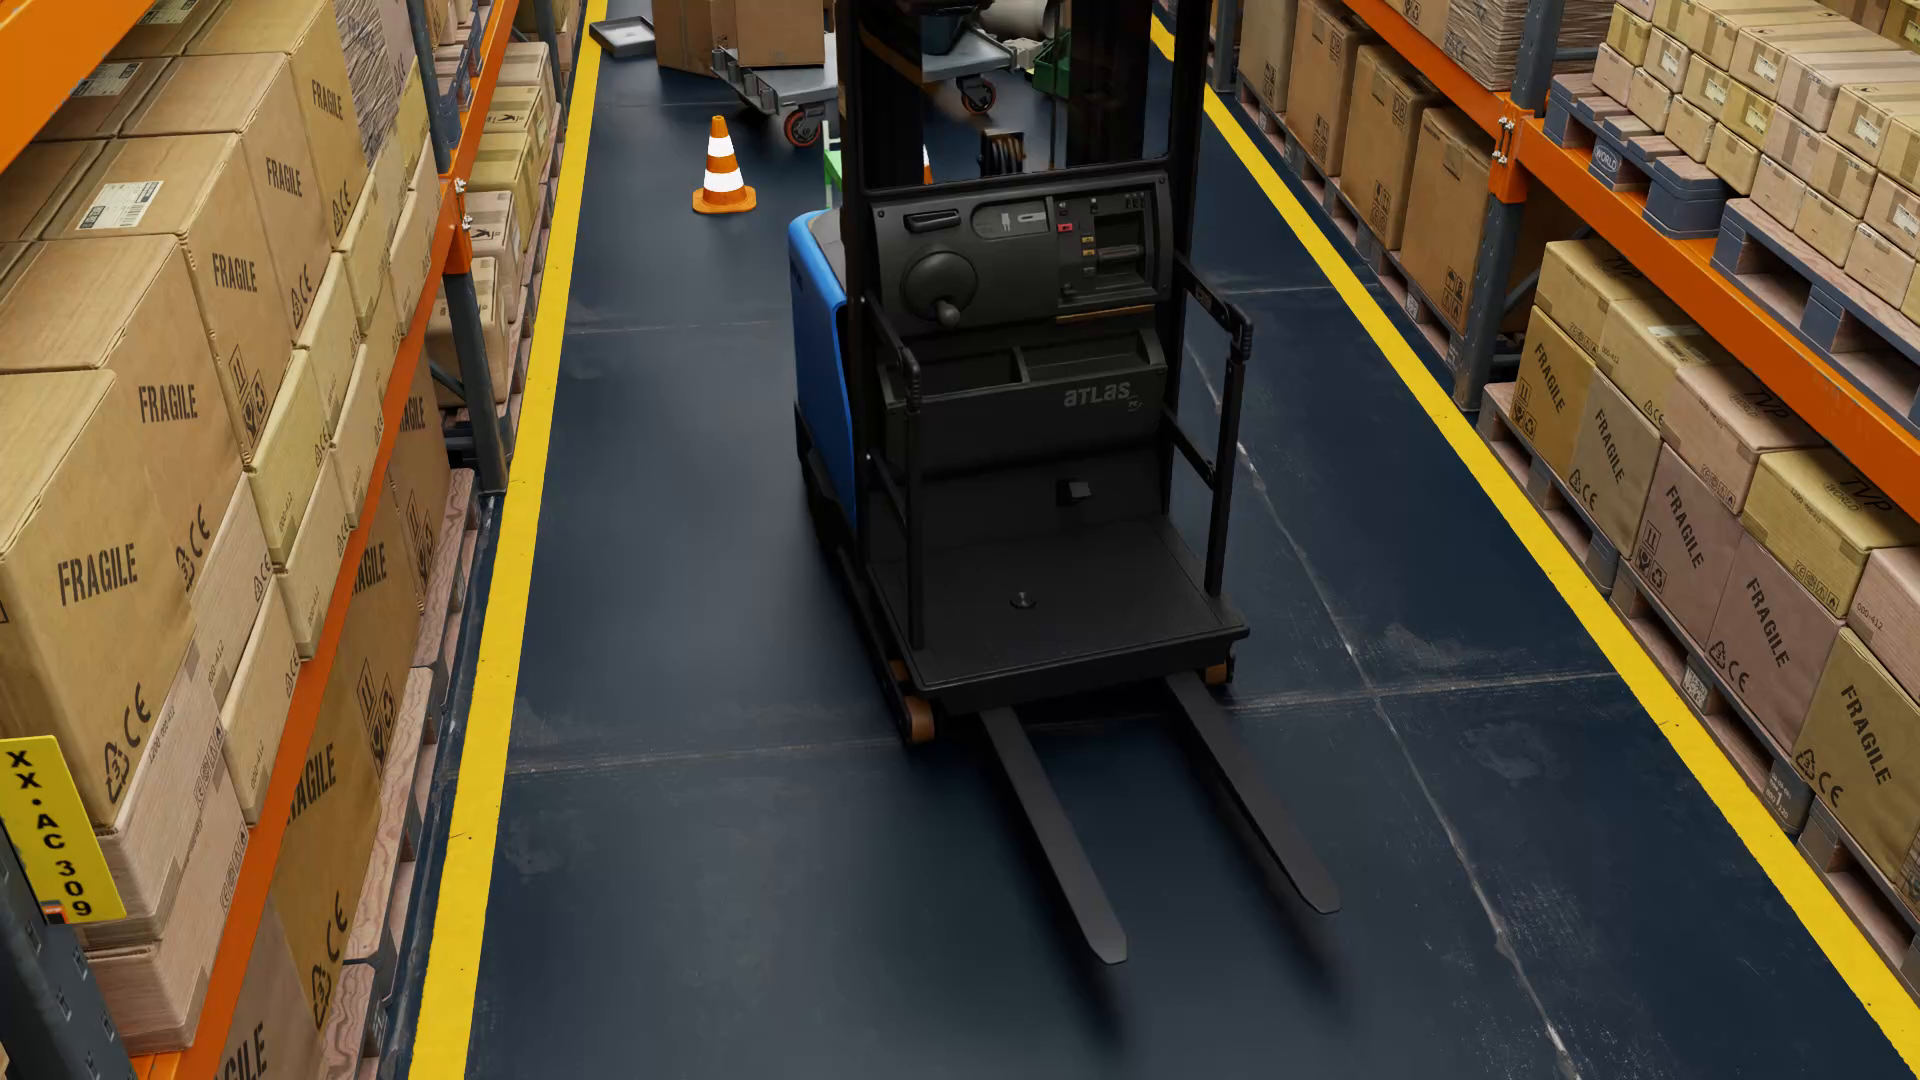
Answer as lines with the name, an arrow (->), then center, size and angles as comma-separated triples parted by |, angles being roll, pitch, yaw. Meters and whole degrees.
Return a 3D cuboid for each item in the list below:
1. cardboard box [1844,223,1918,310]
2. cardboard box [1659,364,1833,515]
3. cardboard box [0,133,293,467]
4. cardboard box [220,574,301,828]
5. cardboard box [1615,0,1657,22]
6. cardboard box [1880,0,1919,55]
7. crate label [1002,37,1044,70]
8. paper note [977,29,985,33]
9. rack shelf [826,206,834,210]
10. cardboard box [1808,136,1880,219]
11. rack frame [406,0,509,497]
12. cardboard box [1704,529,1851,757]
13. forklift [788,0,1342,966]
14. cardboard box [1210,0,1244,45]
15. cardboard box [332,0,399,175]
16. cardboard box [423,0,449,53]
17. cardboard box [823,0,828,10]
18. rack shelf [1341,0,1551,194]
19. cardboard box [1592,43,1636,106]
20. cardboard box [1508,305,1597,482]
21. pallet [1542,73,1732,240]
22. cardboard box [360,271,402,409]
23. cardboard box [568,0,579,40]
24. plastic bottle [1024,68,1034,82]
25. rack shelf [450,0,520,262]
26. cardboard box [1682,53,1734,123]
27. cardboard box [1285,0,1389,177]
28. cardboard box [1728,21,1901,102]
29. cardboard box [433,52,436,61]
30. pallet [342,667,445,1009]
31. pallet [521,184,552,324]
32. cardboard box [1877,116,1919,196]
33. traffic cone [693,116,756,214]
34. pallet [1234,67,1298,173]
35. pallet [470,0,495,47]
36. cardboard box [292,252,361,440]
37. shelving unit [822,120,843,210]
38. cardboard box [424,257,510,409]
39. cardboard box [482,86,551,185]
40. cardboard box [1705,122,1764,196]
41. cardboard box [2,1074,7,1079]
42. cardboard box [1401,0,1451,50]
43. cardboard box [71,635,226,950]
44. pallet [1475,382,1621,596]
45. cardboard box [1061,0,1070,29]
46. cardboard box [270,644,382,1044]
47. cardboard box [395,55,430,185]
cardboard box -> 2.686, -0.764, 4.558 | 0.380, 0.149, 0.250 | -5, 35, -8
cardboard box -> 2.587, -0.332, 5.254 | 0.500, 0.250, 0.500 | -4, 34, -6
cardboard box -> -1.676, -0.465, 3.292 | 0.500, 0.500, 0.500 | -5, 35, -8
cardboard box -> -1.610, 0.327, 3.240 | 0.500, 0.250, 0.500 | -5, 35, -8
cardboard box -> 2.483, -1.885, 5.675 | 0.380, 0.149, 0.250 | -4, 35, -6
cardboard box -> 3.199, -1.635, 5.307 | 0.380, 0.149, 0.250 | -3, 34, -5
crate label -> 0.397, -3.146, 10.744 | 0.250, 0.136, 0.298 | 27, 43, 34
paper note -> 0.078, -3.466, 11.315 | 0.172, 0.023, 0.155 | 7, 35, 10
rack shelf -> -0.355, -1.182, 6.606 | 0.258, 0.148, 0.480 | -10, 35, -14
cardboard box -> 2.653, -1.034, 4.689 | 0.380, 0.149, 0.250 | -5, 35, -7
rack frame -> -2.279, -1.413, 5.660 | 1.000, 3.000, 0.127 | -4, 35, -6
cardboard box -> 2.668, 0.280, 5.022 | 0.500, 0.500, 0.500 | -5, 35, -7
forklift -> 0.262, -0.809, 4.835 | 1.130, 2.935, 3.031 | -10, 35, -14
cardboard box -> 2.059, -3.729, 10.571 | 0.875, 0.875, 0.875 | -4, 34, -6
cardboard box -> -1.873, -1.313, 4.537 | 0.500, 0.500, 0.500 | -4, 34, -6
cardboard box -> -2.110, -2.020, 5.824 | 0.500, 0.500, 0.500 | -5, 35, -8
cardboard box -> -0.610, -4.058, 11.757 | 0.637, 0.503, 0.797 | 27, 43, 34
rack shelf -> 2.343, -2.663, 8.133 | 1.077, 0.370, 4.000 | -4, 35, -6
cardboard box -> 2.473, -1.649, 5.857 | 0.380, 0.149, 0.250 | -5, 35, -7
cardboard box -> 2.455, -0.571, 6.271 | 0.500, 0.500, 0.500 | -6, 35, -8
pallet -> 2.814, -1.376, 5.775 | 1.213, 0.211, 1.003 | -4, 35, -6
cardboard box -> -1.818, -0.523, 4.487 | 0.500, 0.250, 0.500 | -5, 35, -7
cardboard box -> -2.712, -3.329, 10.541 | 0.500, 0.250, 0.500 | -3, 34, -4
plastic bottle -> 0.542, -2.902, 10.455 | 0.133, 0.061, 0.283 | -24, 41, -30
rack shelf -> -2.548, -2.232, 7.501 | 1.077, 0.370, 4.000 | -4, 35, -6
cardboard box -> 2.556, -1.452, 5.304 | 0.380, 0.149, 0.250 | -5, 35, -8
cardboard box -> 2.373, -2.442, 8.795 | 1.050, 0.750, 0.750 | -4, 35, -6
cardboard box -> 2.585, -1.453, 5.040 | 0.380, 0.149, 0.250 | -6, 35, -8
cardboard box -> -2.143, -1.839, 6.135 | 0.380, 0.149, 0.250 | -6, 35, -9
pallet -> -2.087, 0.864, 4.795 | 1.003, 0.211, 1.213 | -4, 35, -6
pallet -> -2.544, -1.376, 8.082 | 1.003, 0.211, 1.213 | -4, 35, -6
cardboard box -> 2.691, -1.015, 4.397 | 0.380, 0.149, 0.250 | -5, 35, -7
traffic cone -> -1.263, -2.011, 8.790 | 0.336, 0.463, 0.334 | -4, 35, -6
pallet -> 2.253, -2.500, 9.730 | 1.003, 0.211, 1.213 | -4, 35, -6
pallet -> -2.586, -2.436, 7.331 | 1.003, 0.211, 1.213 | -4, 35, -6
cardboard box -> -1.730, -0.447, 3.932 | 0.500, 0.250, 0.500 | -5, 35, -8
shelving unit -> -0.355, -1.036, 6.705 | 0.258, 1.200, 0.503 | -10, 35, -14
cardboard box -> -2.345, -0.817, 6.746 | 0.950, 0.372, 0.625 | -7, 35, -10
cardboard box -> -2.644, -2.040, 8.540 | 0.950, 0.372, 0.625 | -2, 34, -3
cardboard box -> 2.583, -1.199, 5.195 | 0.380, 0.149, 0.250 | -3, 34, -4
cardboard box -> -1.426, 1.017, 2.005 | 0.500, 0.500, 0.500 | -4, 34, -6
cardboard box -> 2.220, -2.395, 7.012 | 0.500, 0.500, 0.500 | -4, 35, -6
cardboard box -> -1.521, 0.407, 2.678 | 0.500, 0.250, 0.500 | -5, 35, -8
pallet -> 2.716, -0.256, 6.438 | 1.003, 0.211, 1.213 | -4, 35, -6
cardboard box -> 0.849, -3.833, 11.429 | 0.500, 0.500, 0.500 | 1, 34, 2
cardboard box -> -2.033, 0.680, 4.103 | 0.875, 0.875, 0.875 | -3, 34, -5
cardboard box -> -1.962, -1.307, 5.193 | 0.500, 0.250, 0.500 | -4, 35, -7
